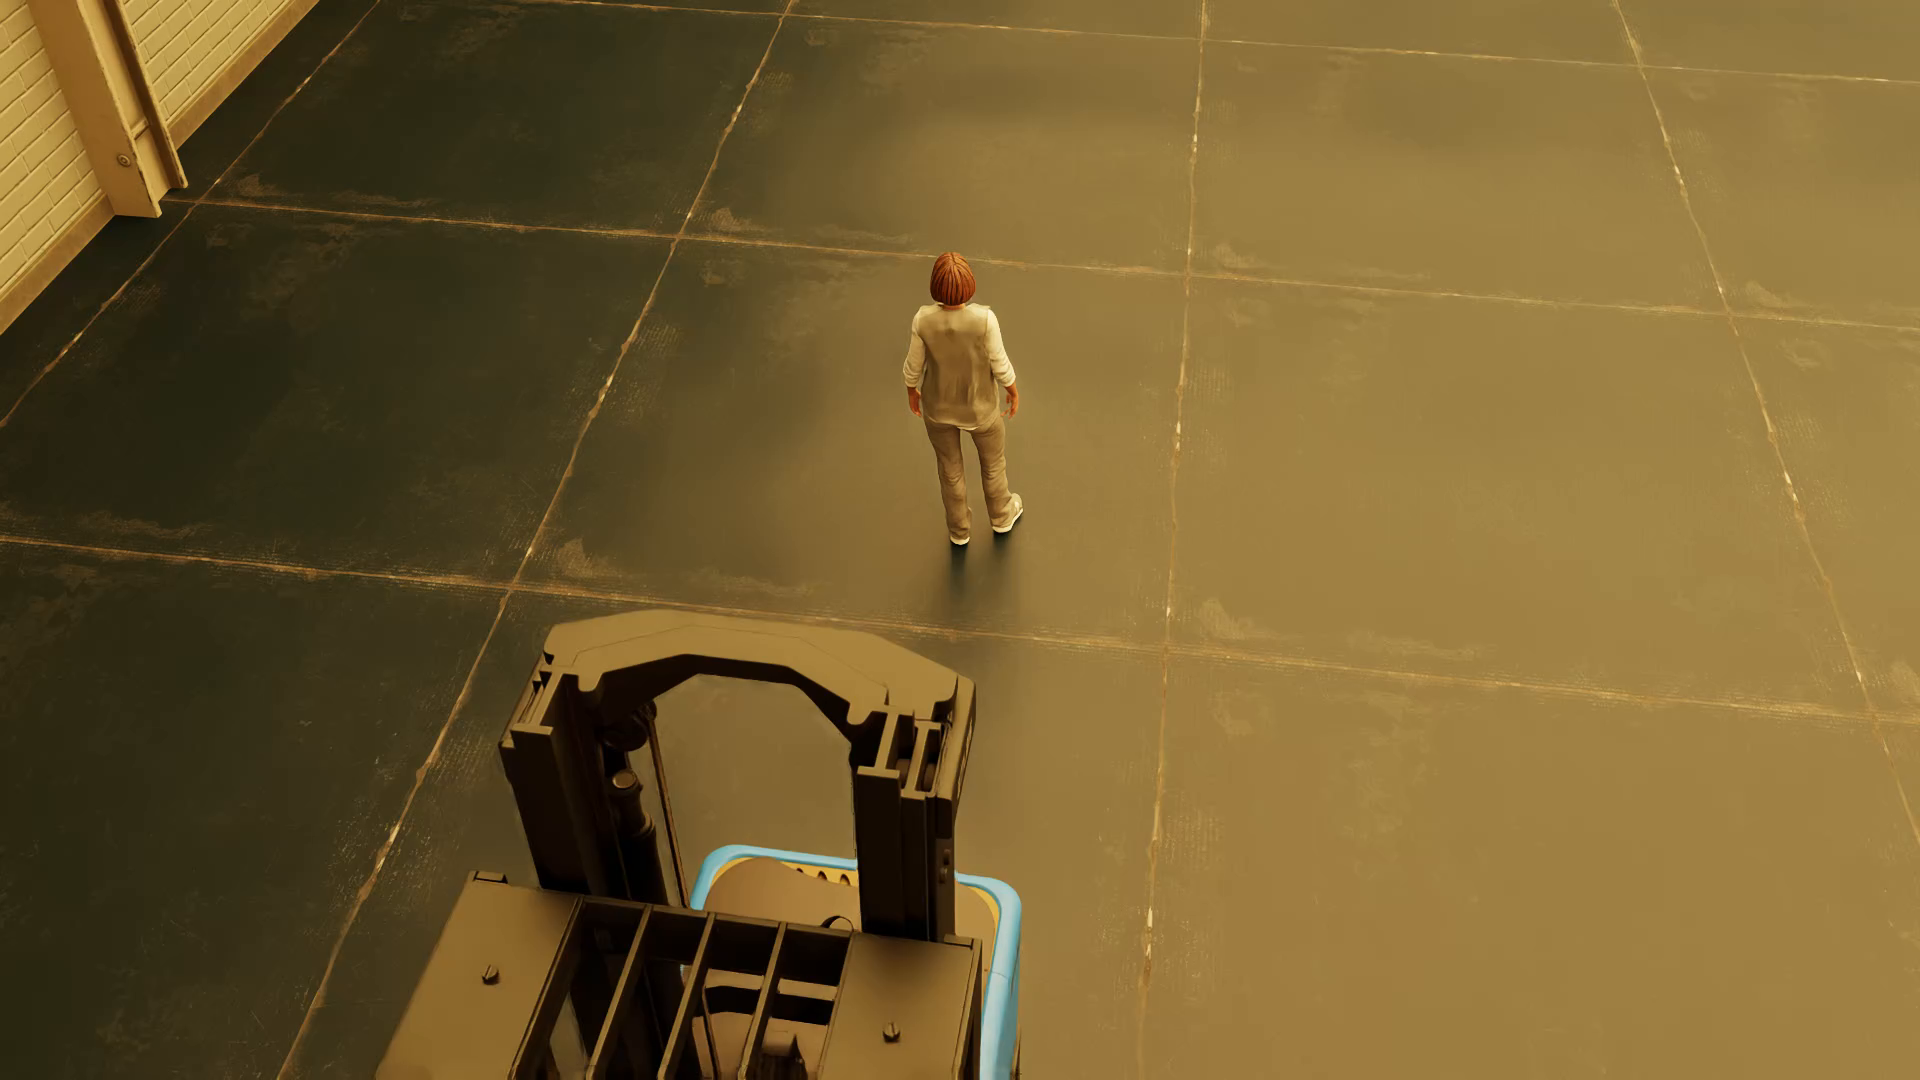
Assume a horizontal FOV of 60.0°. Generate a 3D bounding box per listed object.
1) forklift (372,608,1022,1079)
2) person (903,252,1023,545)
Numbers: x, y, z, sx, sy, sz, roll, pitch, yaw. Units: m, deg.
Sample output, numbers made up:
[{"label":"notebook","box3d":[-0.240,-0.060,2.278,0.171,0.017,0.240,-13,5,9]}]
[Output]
[{"label":"forklift","box3d":[-0.538,1.704,3.870,1.130,2.935,3.031,6,43,7]},{"label":"person","box3d":[0.024,-0.642,7.399,0.520,1.599,0.473,5,43,6]}]
